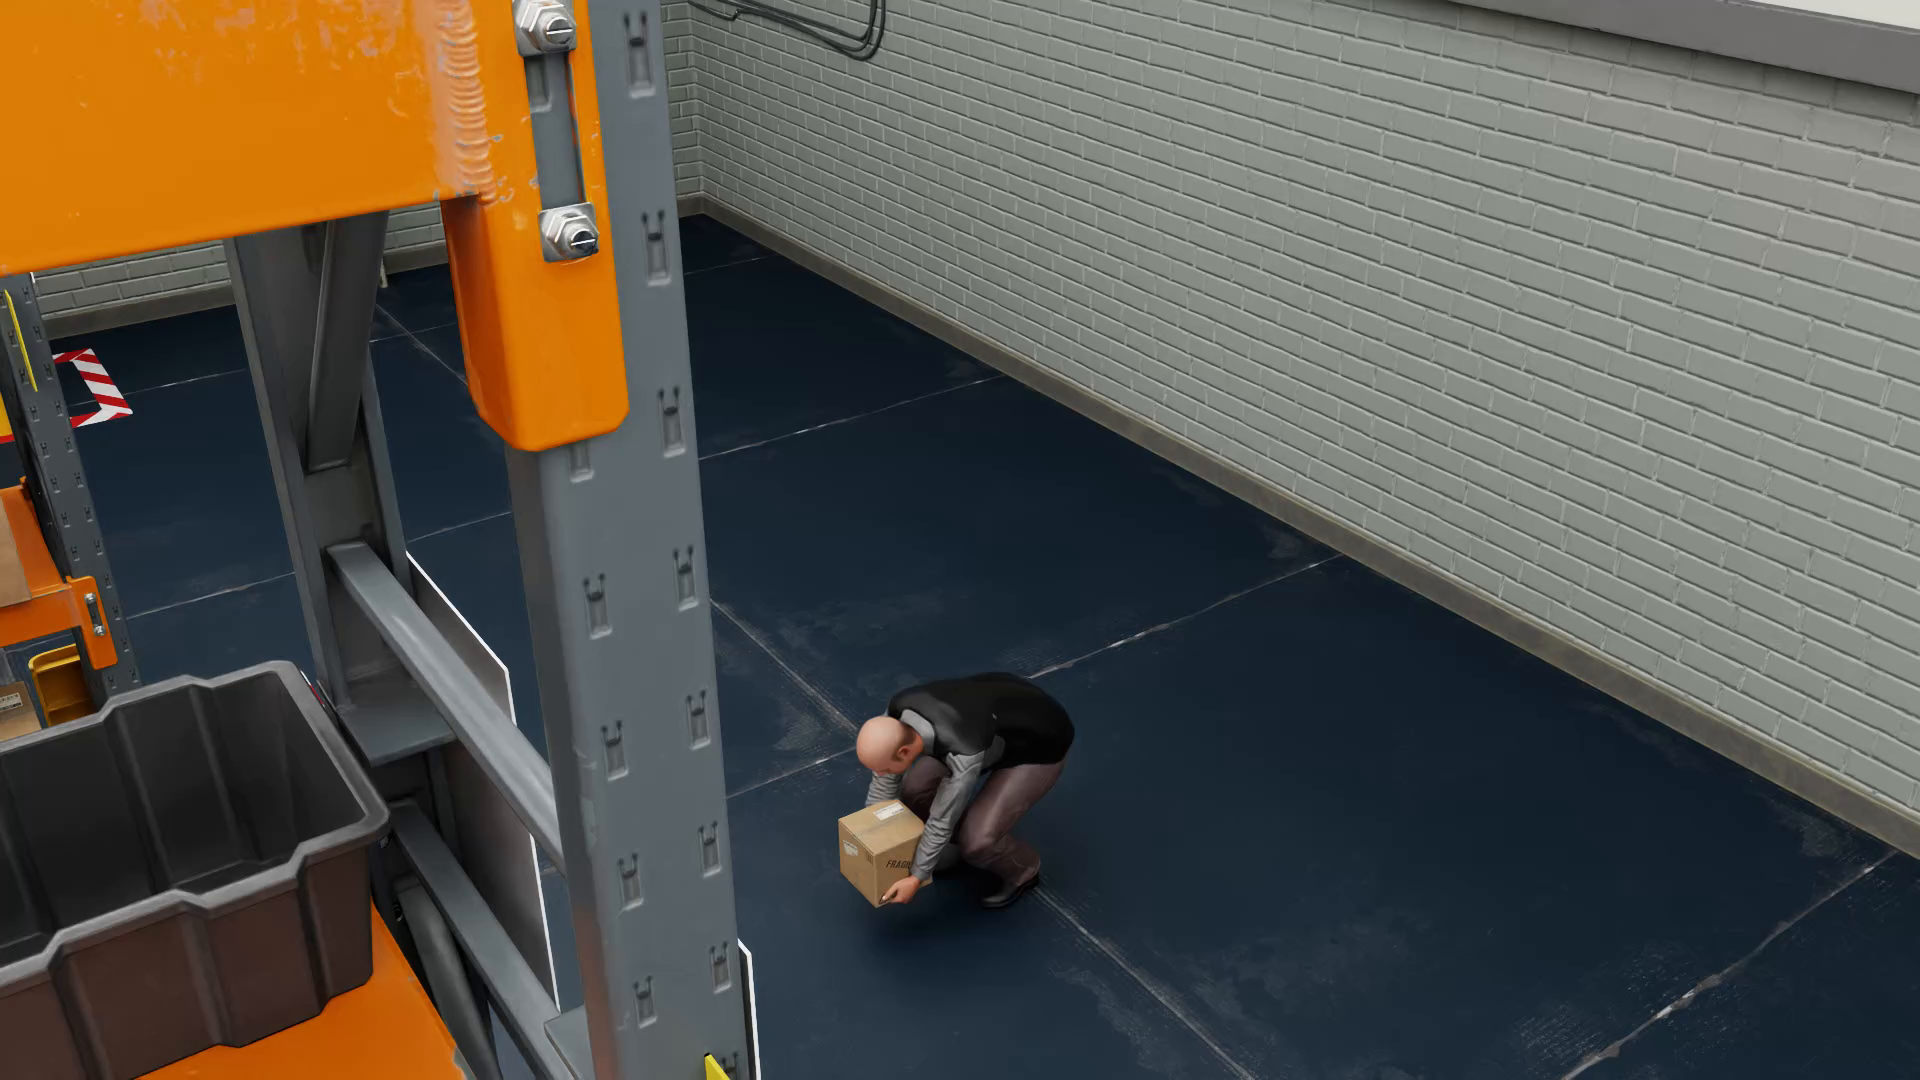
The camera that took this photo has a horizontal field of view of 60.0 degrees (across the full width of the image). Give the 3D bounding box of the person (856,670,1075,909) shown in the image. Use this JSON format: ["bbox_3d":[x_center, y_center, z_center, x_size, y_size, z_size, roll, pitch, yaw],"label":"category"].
[{"bbox_3d":[0.004,0.937,6.231,0.916,0.953,0.508,-20,34,-32],"label":"person"}]
